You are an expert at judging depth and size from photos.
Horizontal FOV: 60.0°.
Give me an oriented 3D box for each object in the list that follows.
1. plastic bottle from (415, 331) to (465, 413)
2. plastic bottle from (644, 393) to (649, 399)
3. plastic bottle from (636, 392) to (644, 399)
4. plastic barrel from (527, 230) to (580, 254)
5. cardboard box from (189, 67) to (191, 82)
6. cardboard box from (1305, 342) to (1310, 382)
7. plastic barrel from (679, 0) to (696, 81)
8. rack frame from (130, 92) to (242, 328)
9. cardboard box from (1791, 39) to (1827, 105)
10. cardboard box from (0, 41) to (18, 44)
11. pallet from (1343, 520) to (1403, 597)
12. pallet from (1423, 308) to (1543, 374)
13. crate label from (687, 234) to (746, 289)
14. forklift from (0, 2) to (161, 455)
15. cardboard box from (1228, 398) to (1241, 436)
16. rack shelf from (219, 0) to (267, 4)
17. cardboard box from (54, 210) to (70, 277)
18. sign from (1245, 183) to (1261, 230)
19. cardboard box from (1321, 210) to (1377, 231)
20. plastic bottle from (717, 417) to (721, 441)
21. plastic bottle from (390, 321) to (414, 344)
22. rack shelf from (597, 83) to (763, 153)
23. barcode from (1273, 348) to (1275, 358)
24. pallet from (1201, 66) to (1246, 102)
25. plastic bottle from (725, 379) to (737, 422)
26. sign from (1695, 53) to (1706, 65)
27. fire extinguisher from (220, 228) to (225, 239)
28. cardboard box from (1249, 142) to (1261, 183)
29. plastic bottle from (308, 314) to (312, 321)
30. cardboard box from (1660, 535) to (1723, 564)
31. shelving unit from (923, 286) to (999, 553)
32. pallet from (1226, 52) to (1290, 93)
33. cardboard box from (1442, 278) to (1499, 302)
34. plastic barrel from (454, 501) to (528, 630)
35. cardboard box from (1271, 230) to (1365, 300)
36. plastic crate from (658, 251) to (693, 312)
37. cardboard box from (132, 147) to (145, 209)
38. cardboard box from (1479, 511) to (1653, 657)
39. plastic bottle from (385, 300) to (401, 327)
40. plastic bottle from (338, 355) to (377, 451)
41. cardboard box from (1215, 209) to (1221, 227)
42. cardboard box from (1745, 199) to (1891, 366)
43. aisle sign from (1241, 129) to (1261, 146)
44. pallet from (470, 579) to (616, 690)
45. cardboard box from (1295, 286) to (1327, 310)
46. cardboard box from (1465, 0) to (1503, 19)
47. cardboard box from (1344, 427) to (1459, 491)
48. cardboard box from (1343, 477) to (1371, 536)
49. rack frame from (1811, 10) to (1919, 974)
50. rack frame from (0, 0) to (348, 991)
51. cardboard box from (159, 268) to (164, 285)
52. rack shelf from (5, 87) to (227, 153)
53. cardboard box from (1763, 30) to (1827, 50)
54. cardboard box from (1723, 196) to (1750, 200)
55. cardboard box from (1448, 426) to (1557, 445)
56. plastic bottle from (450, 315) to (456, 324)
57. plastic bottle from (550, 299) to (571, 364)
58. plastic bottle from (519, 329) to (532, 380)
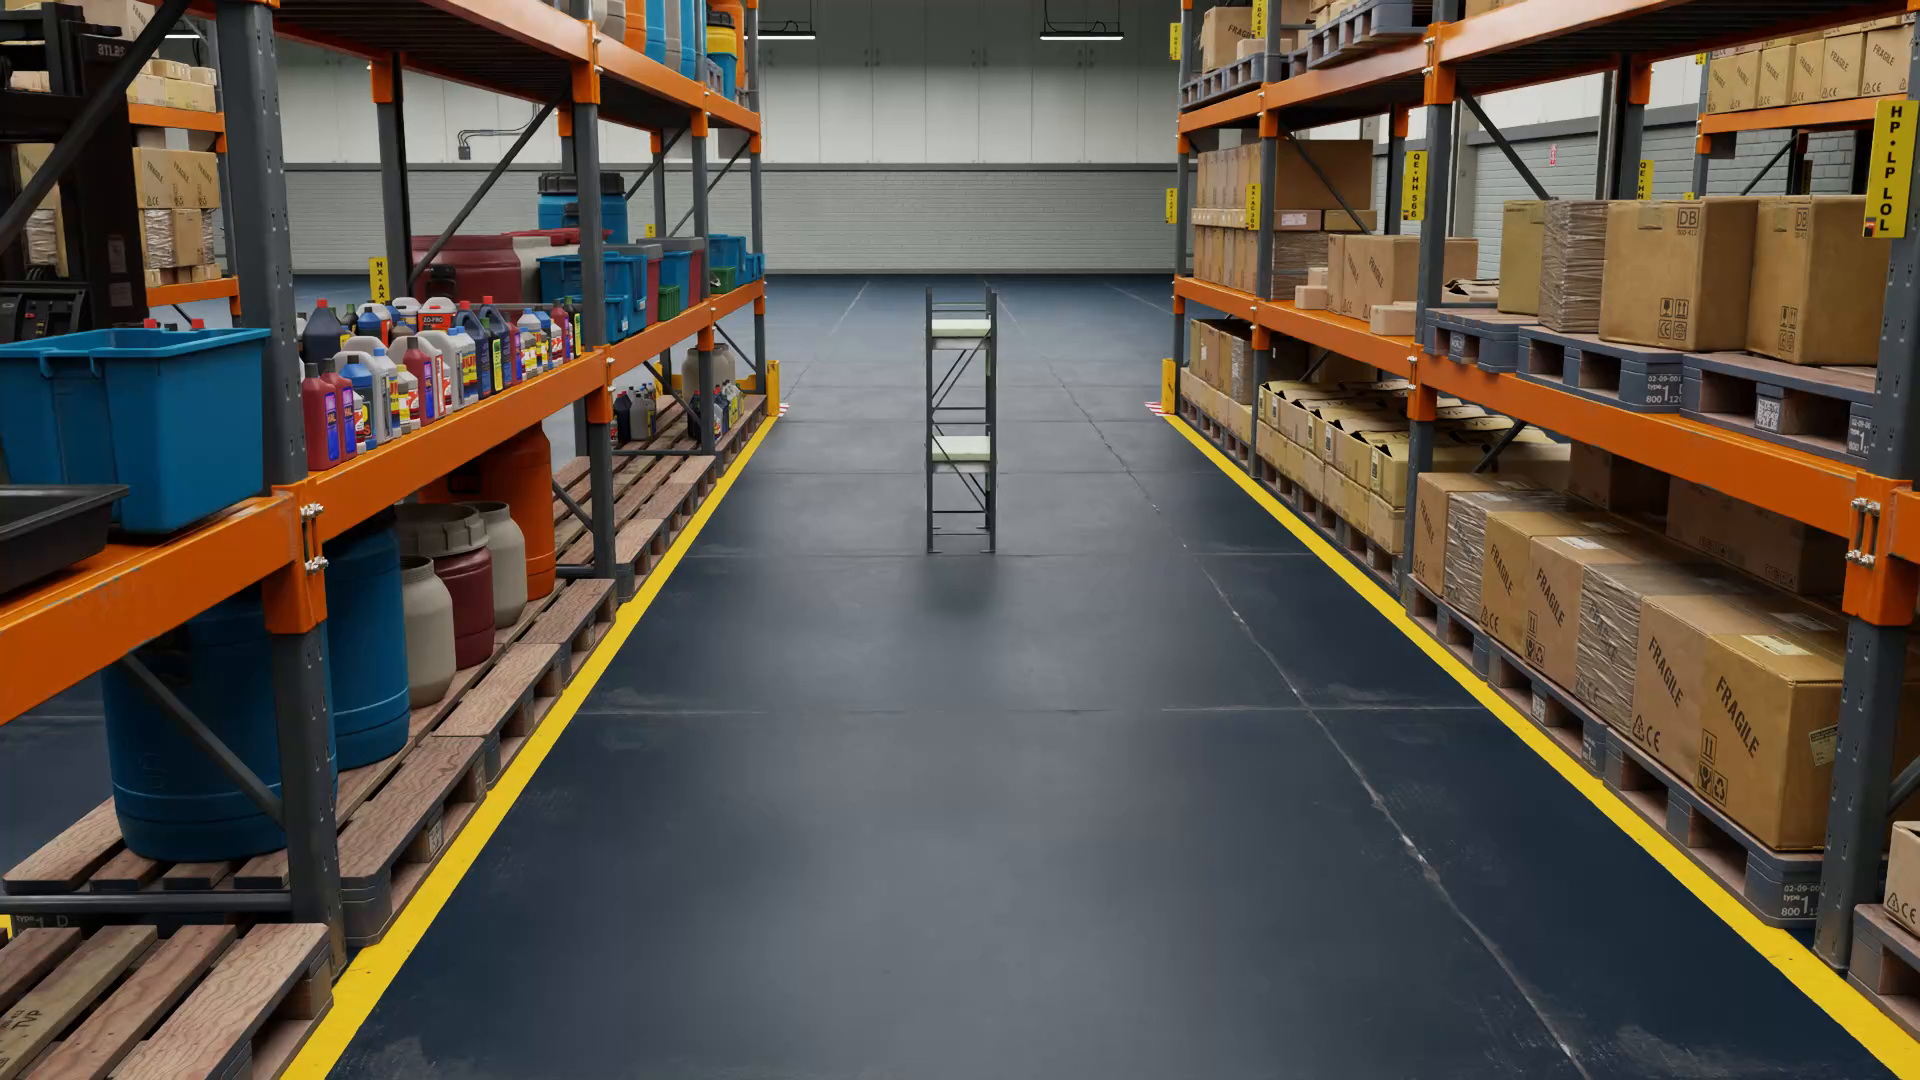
[{"bbox_3d":[-1.787,-0.580,5.685,0.152,0.276,0.135,0,11,-1],"label":"plastic bottle"},{"bbox_3d":[-2.510,-1.026,13.298,0.061,0.283,0.133,0,11,-1],"label":"plastic bottle"},{"bbox_3d":[-2.612,-1.049,13.431,0.152,0.276,0.135,0,11,0],"label":"plastic bottle"},{"bbox_3d":[-2.485,-1.637,10.241,0.433,0.535,0.433,0,11,0],"label":"plastic barrel"},{"bbox_3d":[-7.129,-4.168,14.888,0.380,0.149,0.250,-1,11,-3],"label":"cardboard box"},{"bbox_3d":[2.937,-1.345,13.119,0.500,0.500,0.500,0,11,-1],"label":"cardboard box"},{"bbox_3d":[-2.073,-3.523,11.073,0.600,0.901,0.708,0,11,-1],"label":"plastic barrel"},{"bbox_3d":[-7.335,-2.682,15.734,1.000,3.000,0.127,0,11,-1],"label":"rack frame"},{"bbox_3d":[7.302,-3.888,13.832,0.500,0.500,0.500,0,11,2],"label":"cardboard box"},{"bbox_3d":[-6.951,-3.545,11.817,0.380,0.149,0.250,-1,11,-3],"label":"cardboard box"},{"bbox_3d":[2.757,0.071,9.177,1.003,0.211,1.213,0,11,-1],"label":"pallet"},{"bbox_3d":[2.819,-0.903,7.449,1.213,0.211,1.003,0,11,-1],"label":"pallet"},{"bbox_3d":[-2.074,-2.355,14.033,0.502,0.435,0.616,0,11,-1],"label":"crate label"},{"bbox_3d":[-4.736,-1.067,7.947,1.130,2.935,3.031,3,12,15],"label":"forklift"},{"bbox_3d":[2.424,-0.976,13.183,0.500,0.250,0.500,0,11,-1],"label":"cardboard box"},{"bbox_3d":[-2.094,-1.037,1.890,1.077,0.370,4.000,0,11,-1],"label":"rack shelf"},{"bbox_3d":[-7.175,-2.271,12.708,0.875,0.500,0.500,0,11,-1],"label":"cardboard box"},{"bbox_3d":[2.097,-2.387,11.905,0.100,0.325,0.005,0,11,-1],"label":"sign"},{"bbox_3d":[2.840,-2.348,12.205,0.380,0.149,0.250,0,11,-1],"label":"cardboard box"},{"bbox_3d":[-1.873,-0.857,12.670,0.097,0.201,0.097,0,11,0],"label":"plastic bottle"},{"bbox_3d":[-2.398,-0.840,7.152,0.097,0.201,0.097,0,11,0],"label":"plastic bottle"},{"bbox_3d":[-2.342,-3.422,13.648,1.077,0.370,4.000,0,11,-1],"label":"rack shelf"},{"bbox_3d":[2.241,-1.335,11.863,0.001,0.075,0.075,0,11,-1],"label":"barcode"},{"bbox_3d":[2.586,-3.765,13.750,1.003,0.211,1.213,0,11,-1],"label":"pallet"},{"bbox_3d":[-1.919,-1.146,13.718,0.144,0.351,0.185,0,11,1],"label":"plastic bottle"},{"bbox_3d":[6.980,-4.639,15.639,0.100,0.325,0.005,0,11,-1],"label":"sign"},{"bbox_3d":[-6.876,-2.669,15.863,0.296,0.674,0.183,0,11,-1],"label":"fire extinguisher"},{"bbox_3d":[2.625,-2.800,12.803,0.700,0.500,0.500,0,11,-1],"label":"cardboard box"},{"bbox_3d":[-2.538,-0.755,6.558,0.097,0.271,0.097,0,11,0],"label":"plastic bottle"},{"bbox_3d":[3.016,0.270,6.365,0.500,0.500,0.500,-1,11,-3],"label":"cardboard box"},{"bbox_3d":[0.000,-0.736,9.917,0.431,1.500,0.755,0,11,-1],"label":"shelving unit"},{"bbox_3d":[2.609,-3.523,12.558,1.003,0.211,1.213,0,11,-1],"label":"pallet"},{"bbox_3d":[2.910,-1.266,8.982,0.500,0.311,0.500,0,11,-2],"label":"cardboard box"},{"bbox_3d":[-2.089,0.111,7.171,0.421,0.512,0.421,0,11,0],"label":"plastic barrel"},{"bbox_3d":[2.637,-2.064,12.437,0.700,0.500,0.500,-1,11,-3],"label":"cardboard box"},{"bbox_3d":[-1.966,-1.681,10.842,0.392,0.384,0.575,0,11,-1],"label":"plastic crate"},{"bbox_3d":[-7.050,-2.960,13.591,0.500,0.500,0.500,0,11,-1],"label":"cardboard box"},{"bbox_3d":[2.480,0.173,6.841,0.500,0.500,0.500,0,11,-2],"label":"cardboard box"},{"bbox_3d":[-2.557,-0.938,7.464,0.097,0.271,0.097,0,11,0],"label":"plastic bottle"},{"bbox_3d":[-1.741,-0.397,4.796,0.097,0.271,0.097,0,11,0],"label":"plastic bottle"},{"bbox_3d":[2.391,-2.754,14.206,0.380,0.149,0.250,0,11,-2],"label":"cardboard box"},{"bbox_3d":[2.954,-0.823,5.263,0.700,0.500,0.500,2,12,8],"label":"cardboard box"},{"bbox_3d":[2.862,-4.010,15.743,0.394,0.787,0.004,0,11,-1],"label":"aisle sign"},{"bbox_3d":[-2.160,0.411,7.501,1.003,0.211,1.213,0,11,-1],"label":"pallet"},{"bbox_3d":[2.466,-1.627,11.164,0.380,0.149,0.250,0,11,-1],"label":"cardboard box"},{"bbox_3d":[2.778,-2.564,7.358,0.910,0.500,0.500,0,11,-1],"label":"cardboard box"},{"bbox_3d":[2.461,-0.471,9.286,0.500,0.311,0.500,0,11,-2],"label":"cardboard box"},{"bbox_3d":[2.466,-0.196,9.340,0.500,0.250,0.500,0,11,-2],"label":"cardboard box"},{"bbox_3d":[2.818,-0.336,4.173,1.000,3.000,0.127,0,11,-1],"label":"rack frame"},{"bbox_3d":[-2.135,-0.317,4.077,1.000,3.000,0.127,0,11,-1],"label":"rack frame"},{"bbox_3d":[-7.080,-2.255,14.260,0.380,0.149,0.250,0,11,-1],"label":"cardboard box"},{"bbox_3d":[-7.293,-3.402,13.548,1.077,0.370,4.000,0,11,-1],"label":"rack shelf"},{"bbox_3d":[7.269,-4.482,14.249,0.500,0.500,0.500,0,11,0],"label":"cardboard box"},{"bbox_3d":[7.232,-2.852,15.015,0.500,0.500,0.500,0,11,-1],"label":"cardboard box"},{"bbox_3d":[2.998,-0.474,9.302,0.500,0.311,0.500,-1,11,-3],"label":"cardboard box"},{"bbox_3d":[-1.899,-0.712,6.316,0.061,0.283,0.133,0,11,-1],"label":"plastic bottle"},{"bbox_3d":[-1.778,-0.930,7.394,0.061,0.283,0.133,0,11,-1],"label":"plastic bottle"},{"bbox_3d":[-1.782,-0.751,6.716,0.097,0.201,0.097,0,11,0],"label":"plastic bottle"}]
